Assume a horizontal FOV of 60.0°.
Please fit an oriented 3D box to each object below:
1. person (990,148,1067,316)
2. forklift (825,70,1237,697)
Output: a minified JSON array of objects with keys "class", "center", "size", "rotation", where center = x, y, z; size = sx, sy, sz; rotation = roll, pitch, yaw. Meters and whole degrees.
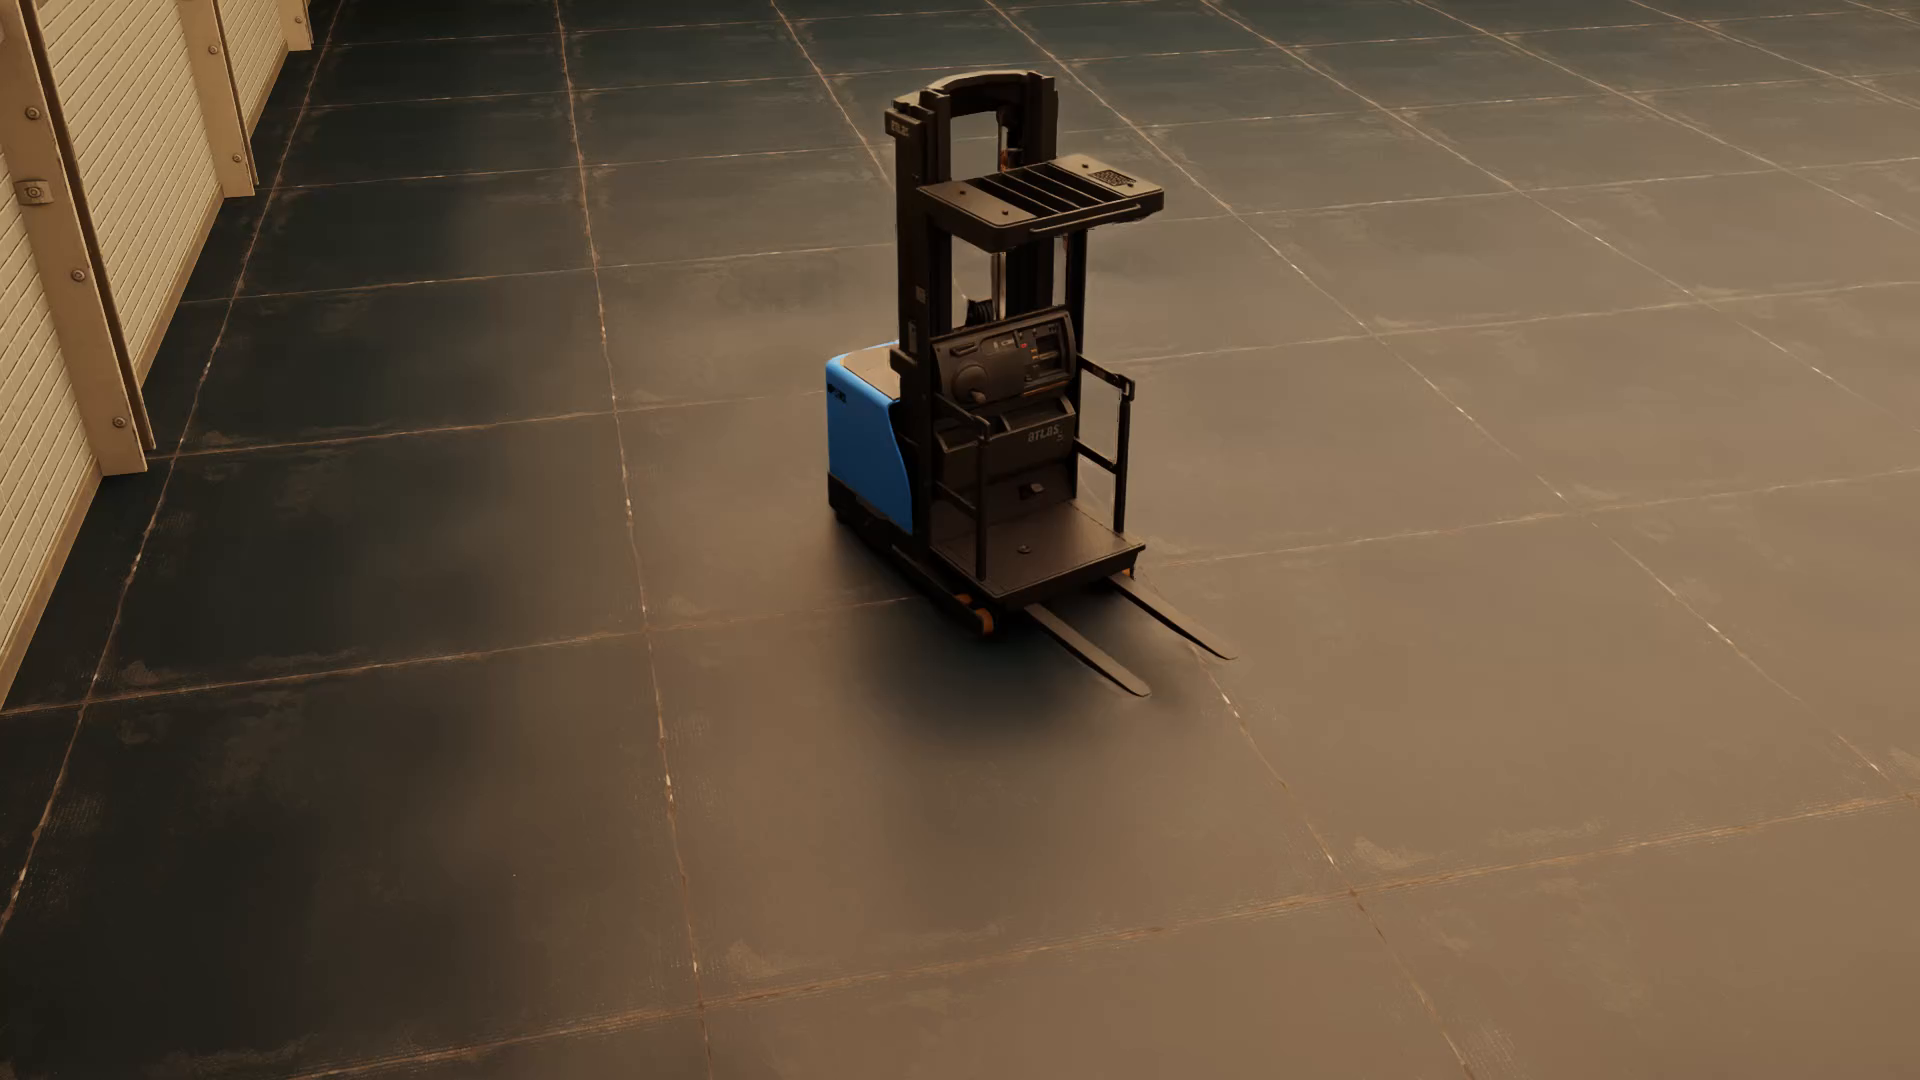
[{"class":"person","center":[0.407,-2.217,12.706],"size":[0.881,1.665,0.707],"rotation":[-10,32,-17]},{"class":"forklift","center":[0.381,-0.984,9.275],"size":[1.130,2.935,3.031],"rotation":[-19,35,-29]}]
